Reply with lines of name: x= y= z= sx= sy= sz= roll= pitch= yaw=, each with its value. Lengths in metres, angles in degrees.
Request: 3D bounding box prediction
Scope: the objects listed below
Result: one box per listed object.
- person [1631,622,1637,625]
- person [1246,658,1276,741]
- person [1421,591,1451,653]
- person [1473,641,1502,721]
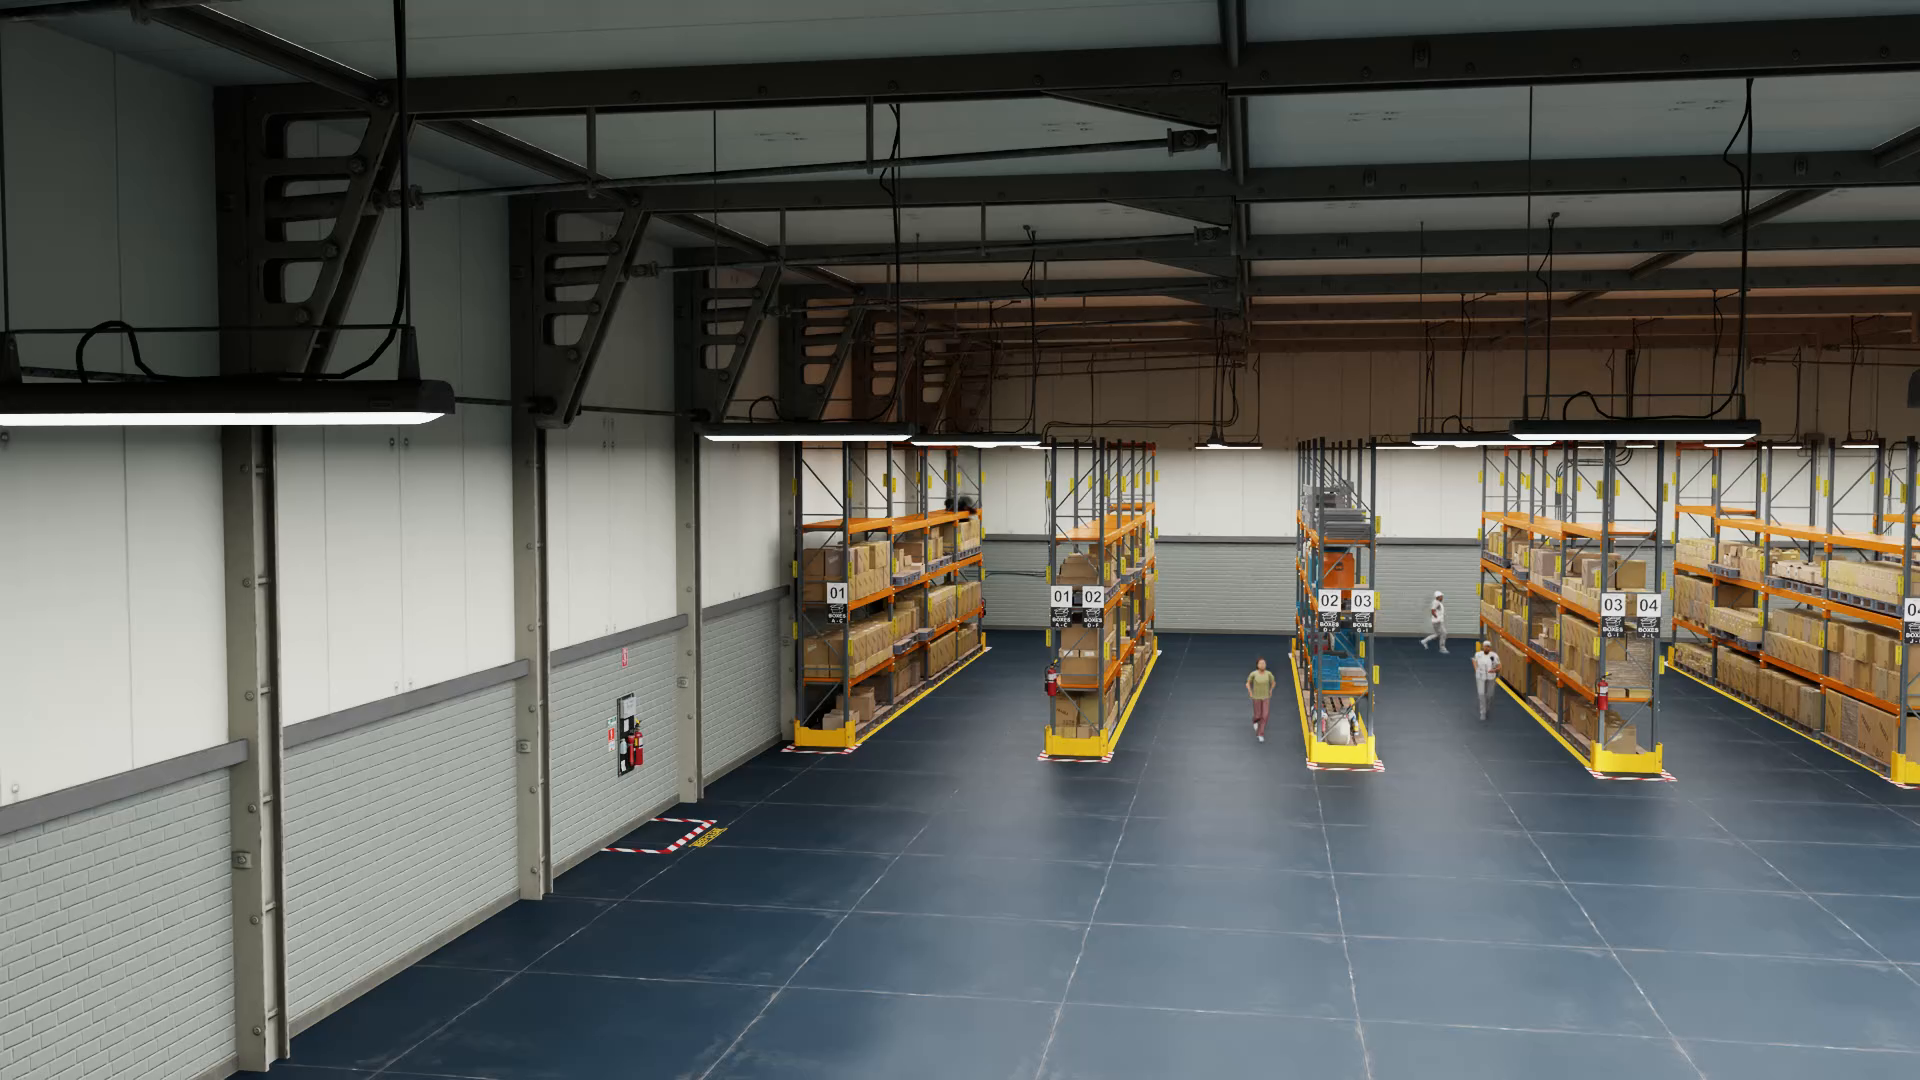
person: x=18.152 y=2.577 z=44.996 sx=0.617 sy=1.519 sz=0.886 roll=2 pitch=4 yaw=33
person: x=6.013 y=3.167 z=33.205 sx=0.589 sy=1.640 sz=0.624 roll=0 pitch=3 yaw=2
person: x=13.576 y=2.342 z=47.422 sx=0.825 sy=1.768 sz=0.711 roll=1 pitch=3 yaw=13
person: x=11.365 y=3.011 z=35.842 sx=0.574 sy=1.686 sz=1.068 roll=1 pitch=3 yaw=11
